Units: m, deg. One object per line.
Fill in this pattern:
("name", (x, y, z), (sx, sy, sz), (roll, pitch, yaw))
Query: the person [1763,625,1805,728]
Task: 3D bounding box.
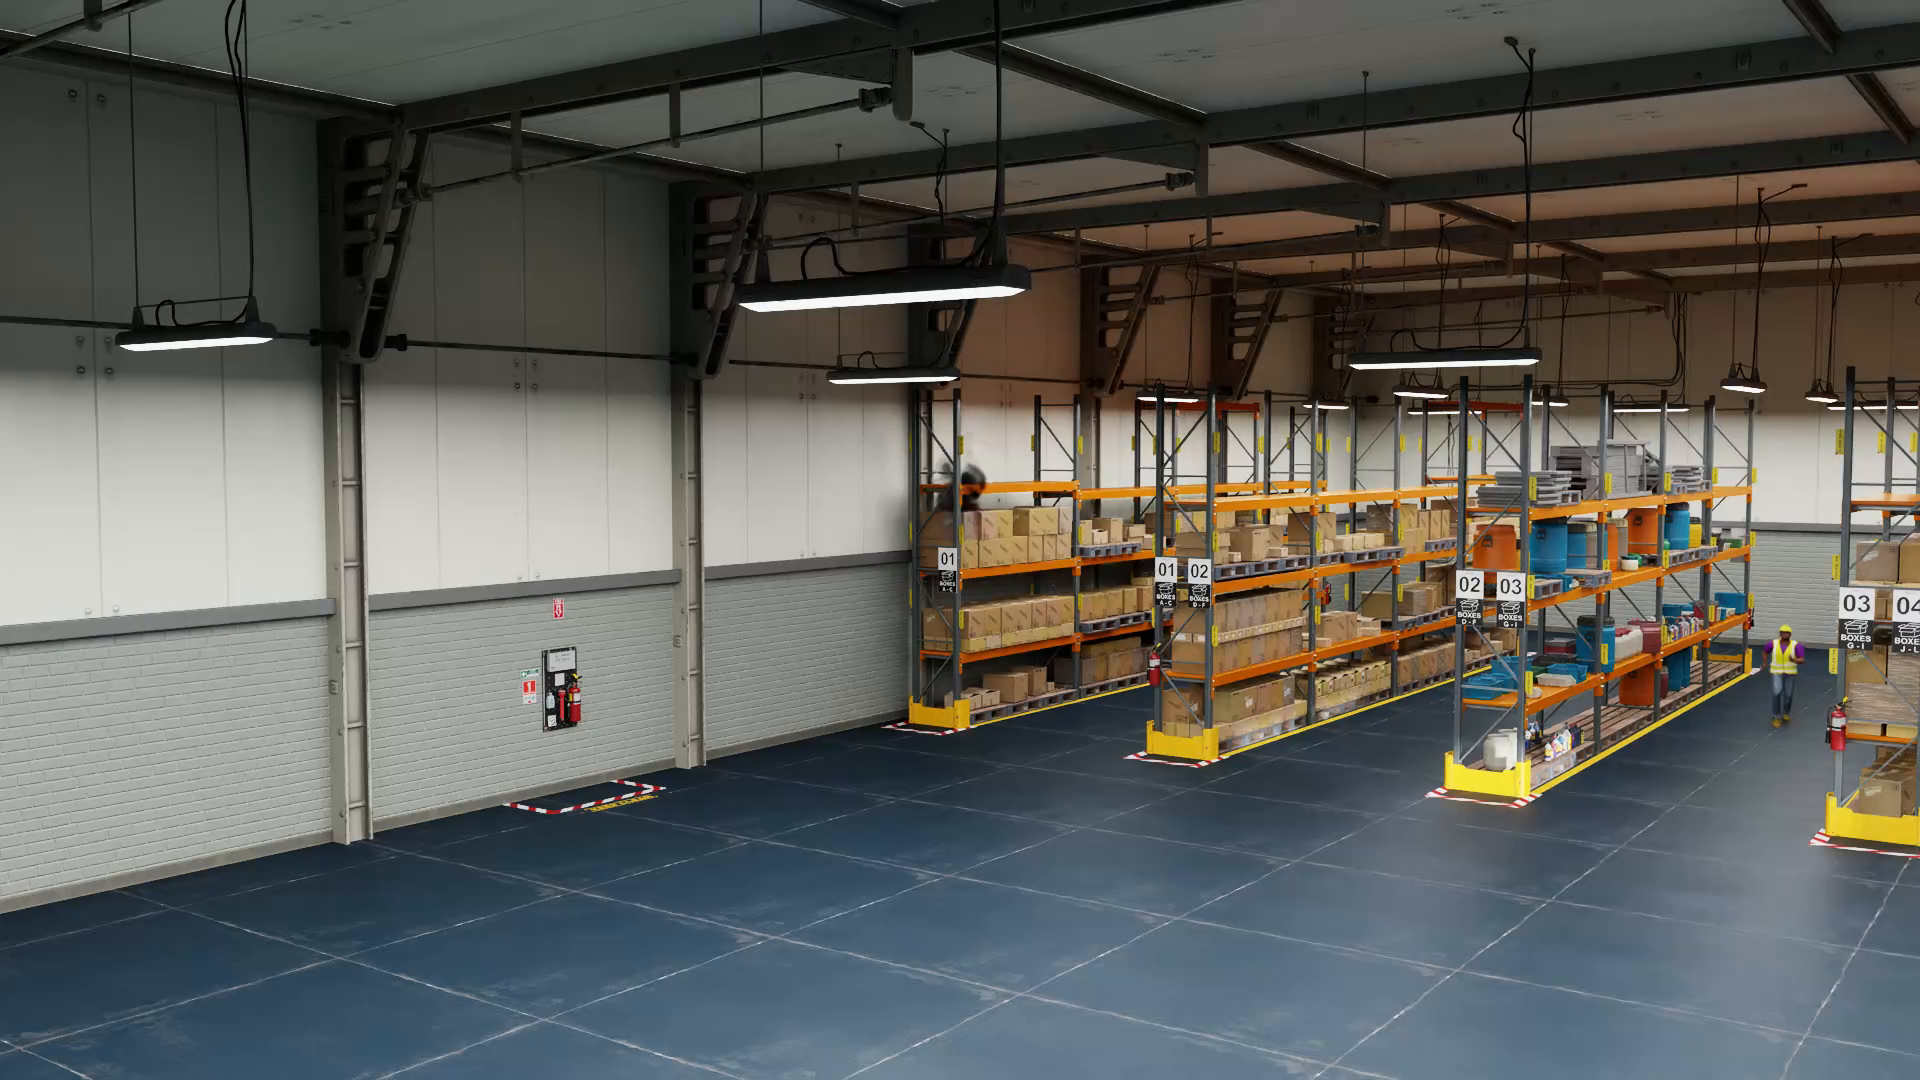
("person", (14.709, 2.426, 29.700), (0.672, 1.831, 0.777), (1, 4, 24))
